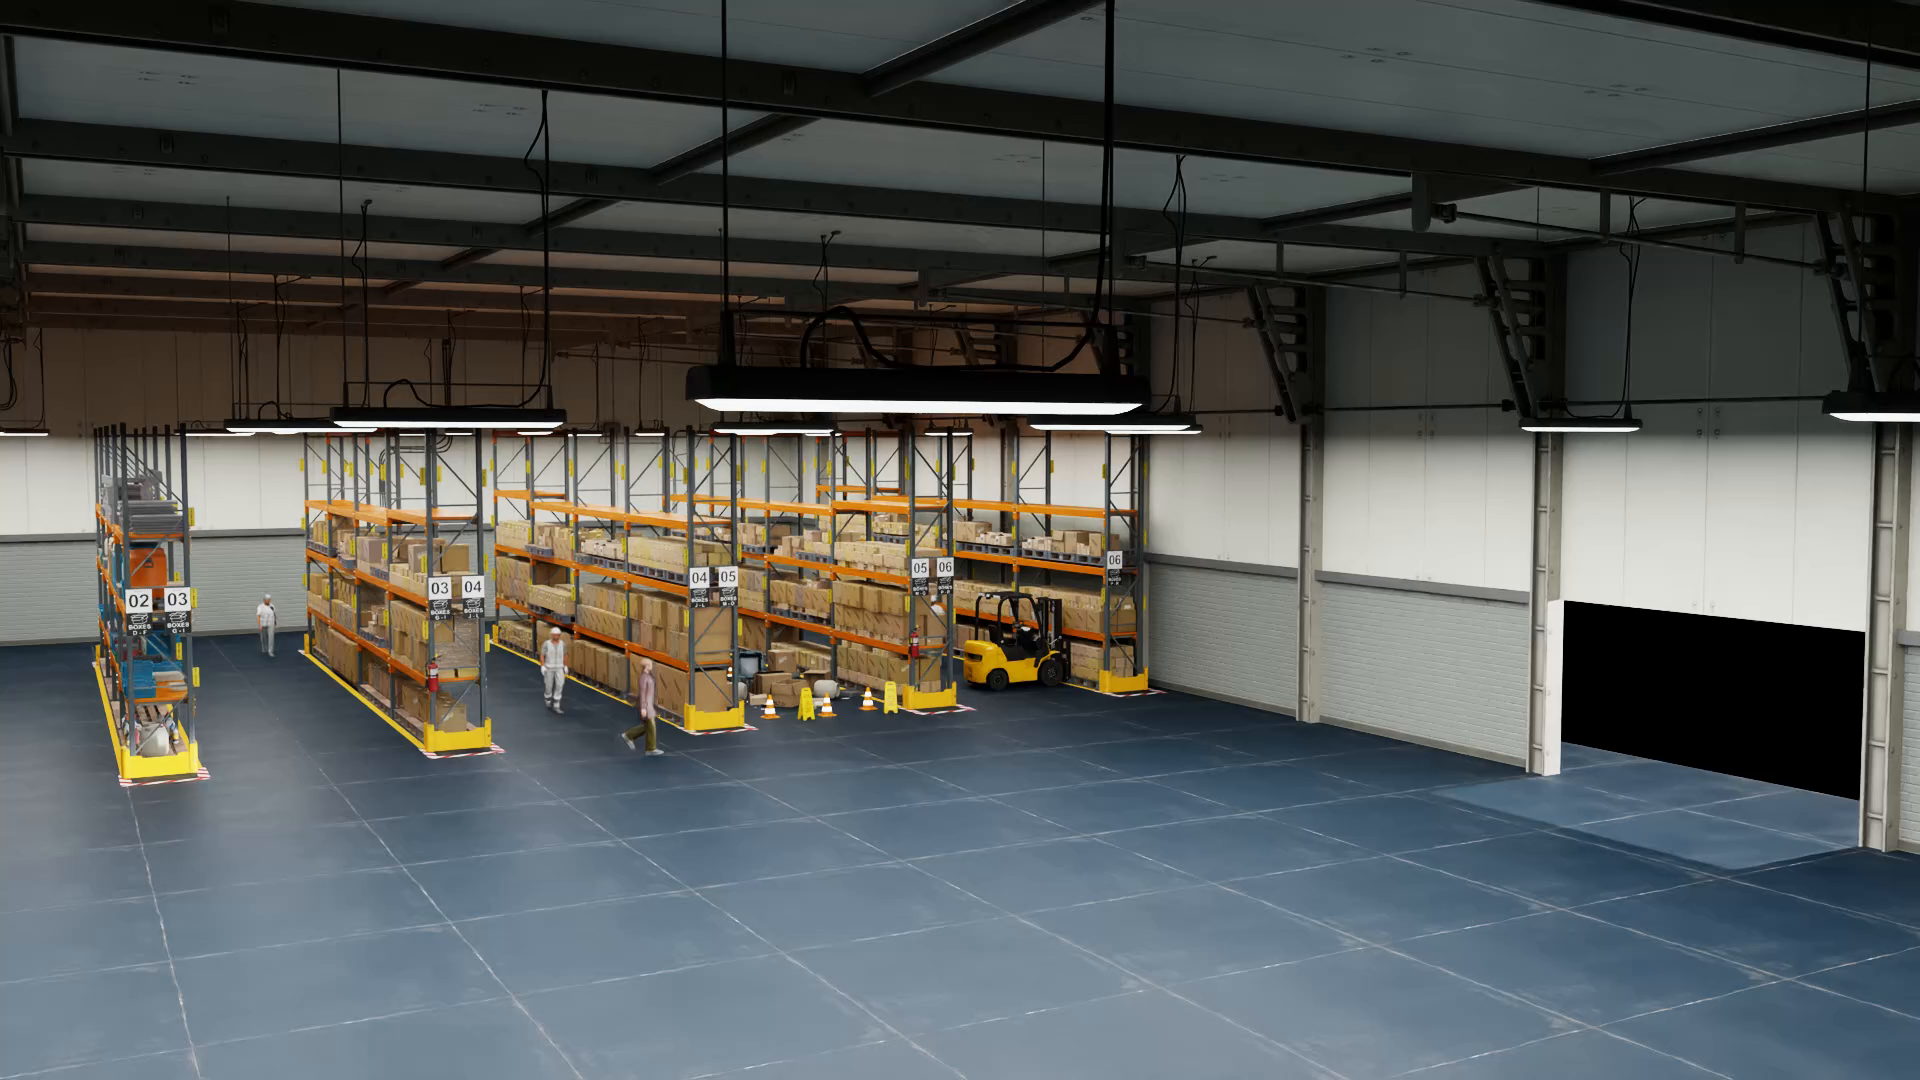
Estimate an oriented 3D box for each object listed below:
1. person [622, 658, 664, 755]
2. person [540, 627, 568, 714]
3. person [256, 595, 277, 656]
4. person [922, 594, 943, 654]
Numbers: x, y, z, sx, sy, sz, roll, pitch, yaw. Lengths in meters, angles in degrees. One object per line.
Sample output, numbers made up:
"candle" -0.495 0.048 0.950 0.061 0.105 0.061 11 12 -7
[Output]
"person" -5.724 3.004 30.100 0.807 1.753 0.589 1 4 12
"person" -8.537 2.731 35.044 0.634 1.784 0.774 -2 4 -30
"person" -18.327 2.241 43.955 0.481 1.600 1.061 -1 4 -19
"person" -0.709 2.153 42.205 0.613 1.578 0.709 -3 5 -41
